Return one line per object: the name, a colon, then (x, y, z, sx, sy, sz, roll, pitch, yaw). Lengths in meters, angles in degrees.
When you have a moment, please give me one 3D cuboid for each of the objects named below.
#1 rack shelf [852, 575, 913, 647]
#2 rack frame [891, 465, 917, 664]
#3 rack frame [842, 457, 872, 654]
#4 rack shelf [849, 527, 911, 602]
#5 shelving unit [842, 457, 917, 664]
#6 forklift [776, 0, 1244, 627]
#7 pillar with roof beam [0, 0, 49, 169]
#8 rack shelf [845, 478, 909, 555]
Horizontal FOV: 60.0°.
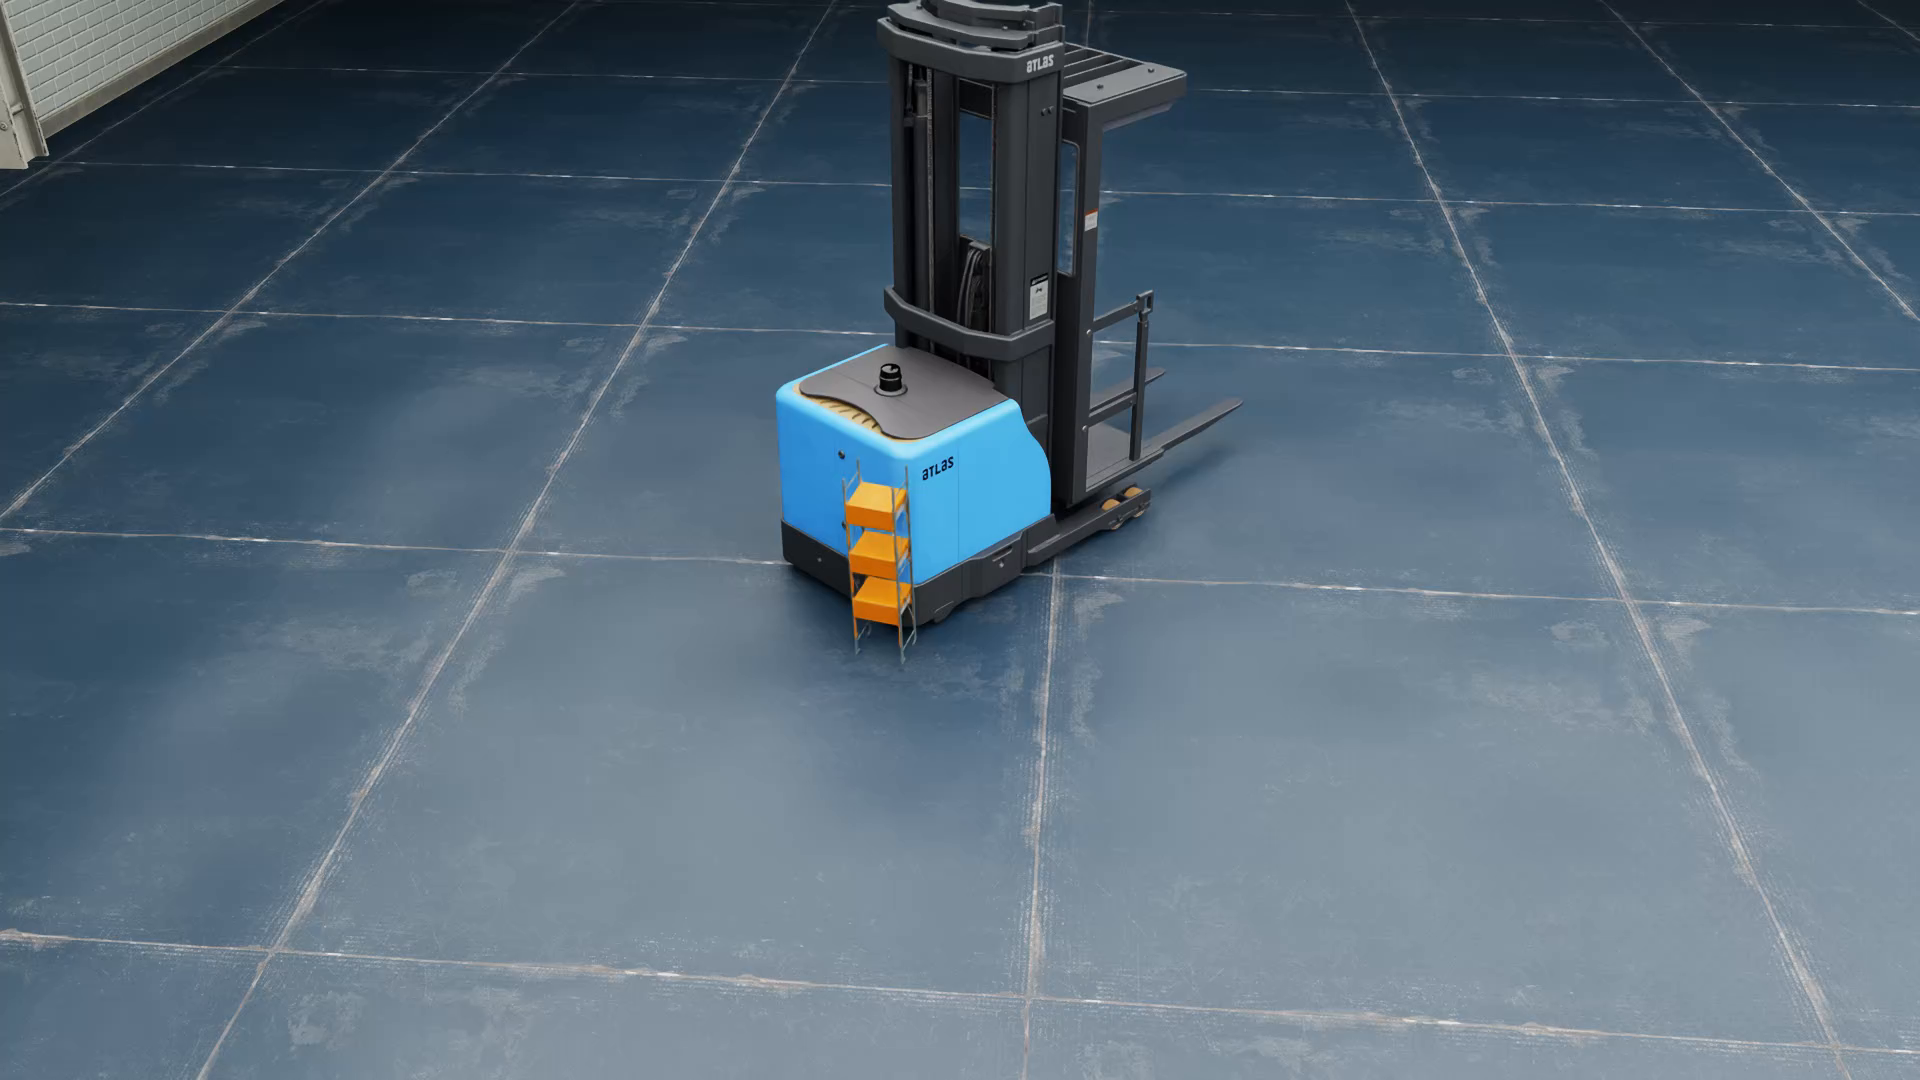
rack shelf: (-0.376, 0.345, 8.225, 0.240, 0.259, 0.215, 10, 37, 16)
rack frame: (-0.268, 0.131, 8.023, 0.008, 1.050, 0.200, 10, 37, 16)
rack frame: (-0.499, 0.089, 8.091, 0.008, 1.050, 0.200, 10, 37, 16)
rack shelf: (-0.383, 0.119, 8.063, 0.240, 0.259, 0.215, 10, 37, 16)
shelving unit: (-0.383, 0.110, 8.057, 0.252, 1.050, 0.215, 10, 37, 16)
forklift: (0.441, -1.479, 8.856, 1.130, 2.935, 3.031, 28, 41, 37)
pillar with roof beam: (-3.998, -6.991, 12.017, 9.100, 9.000, 0.400, 2, 32, 4)
rack shelf: (-0.390, -0.112, 7.899, 0.240, 0.259, 0.215, 10, 37, 16)
